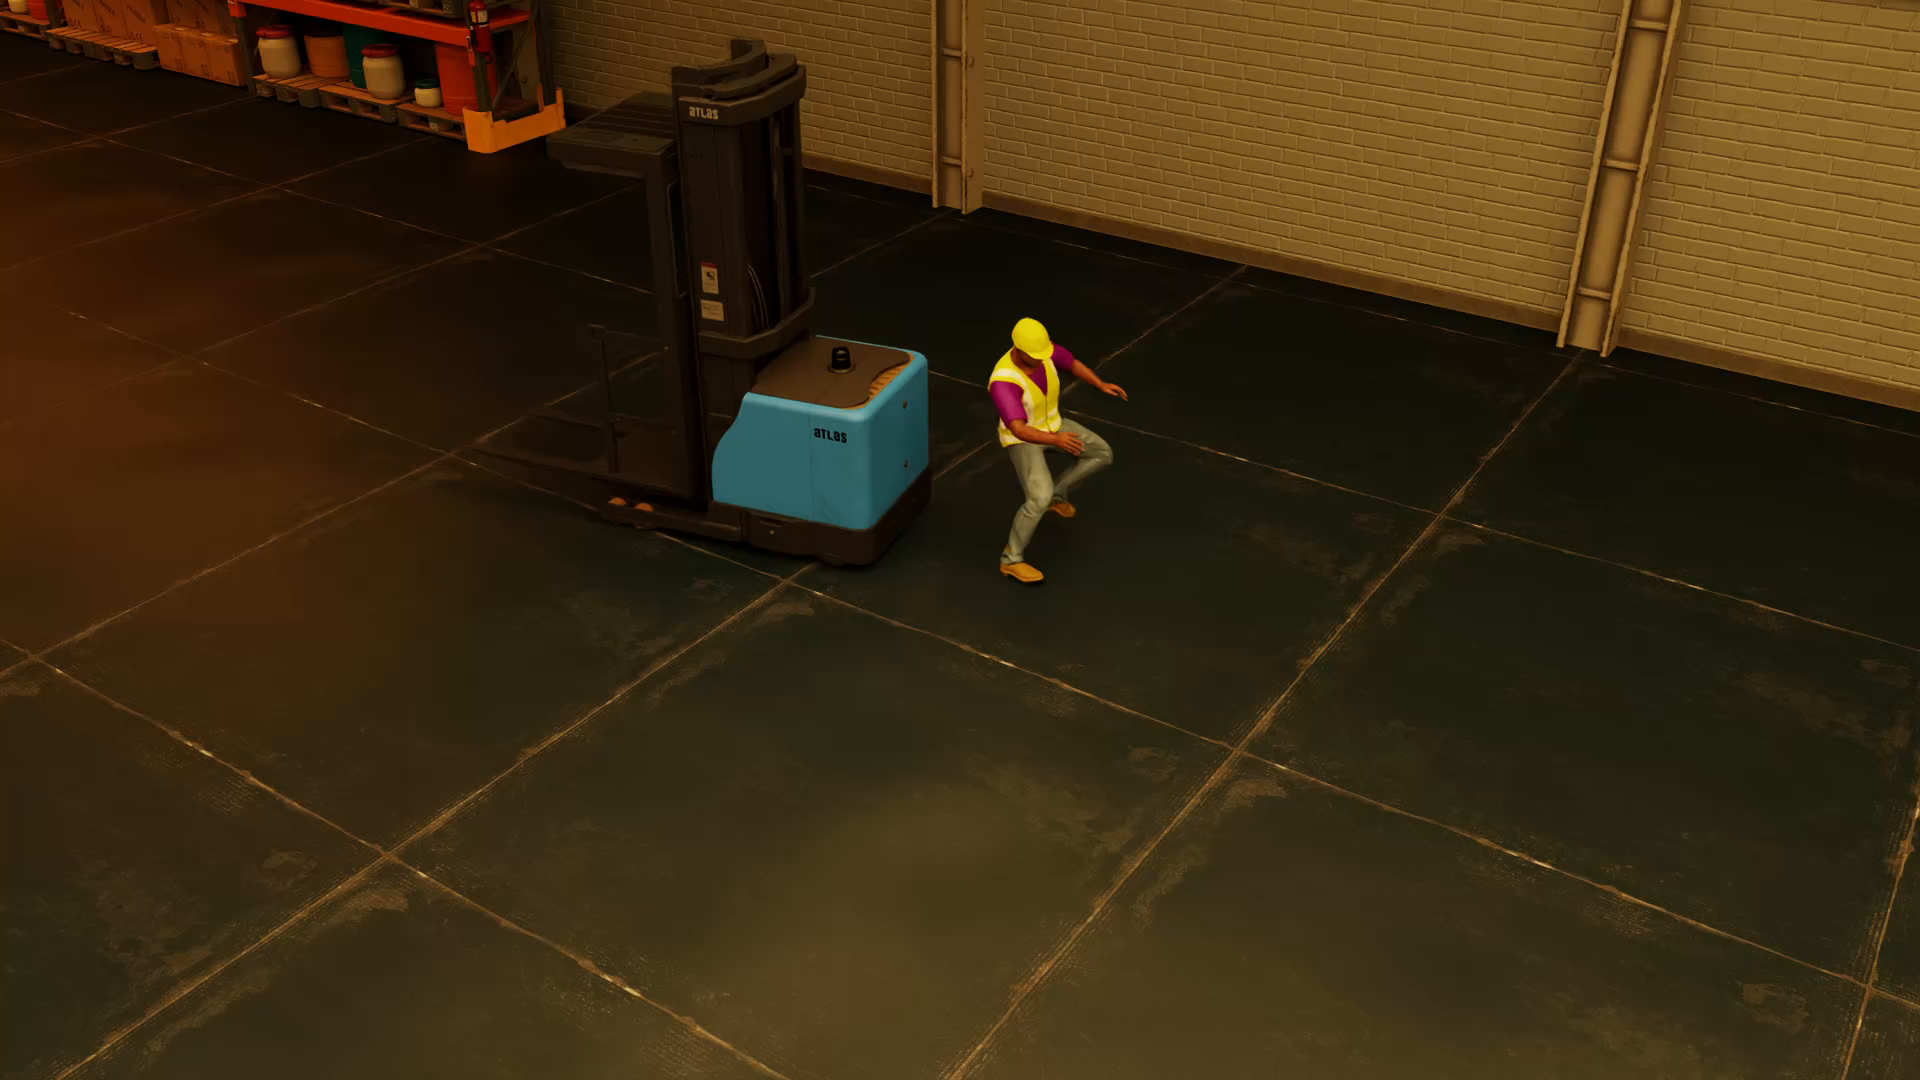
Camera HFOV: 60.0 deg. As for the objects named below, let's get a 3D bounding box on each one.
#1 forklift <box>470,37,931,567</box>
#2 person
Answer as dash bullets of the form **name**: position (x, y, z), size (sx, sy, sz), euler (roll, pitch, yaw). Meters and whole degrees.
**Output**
- **forklift**: position (-1.756, -1.566, 10.277), size (3.031, 2.935, 1.130), euler (11, 32, 19)
- **person**: position (0.578, -0.607, 10.020), size (0.816, 1.540, 0.901), euler (24, 38, 34)
